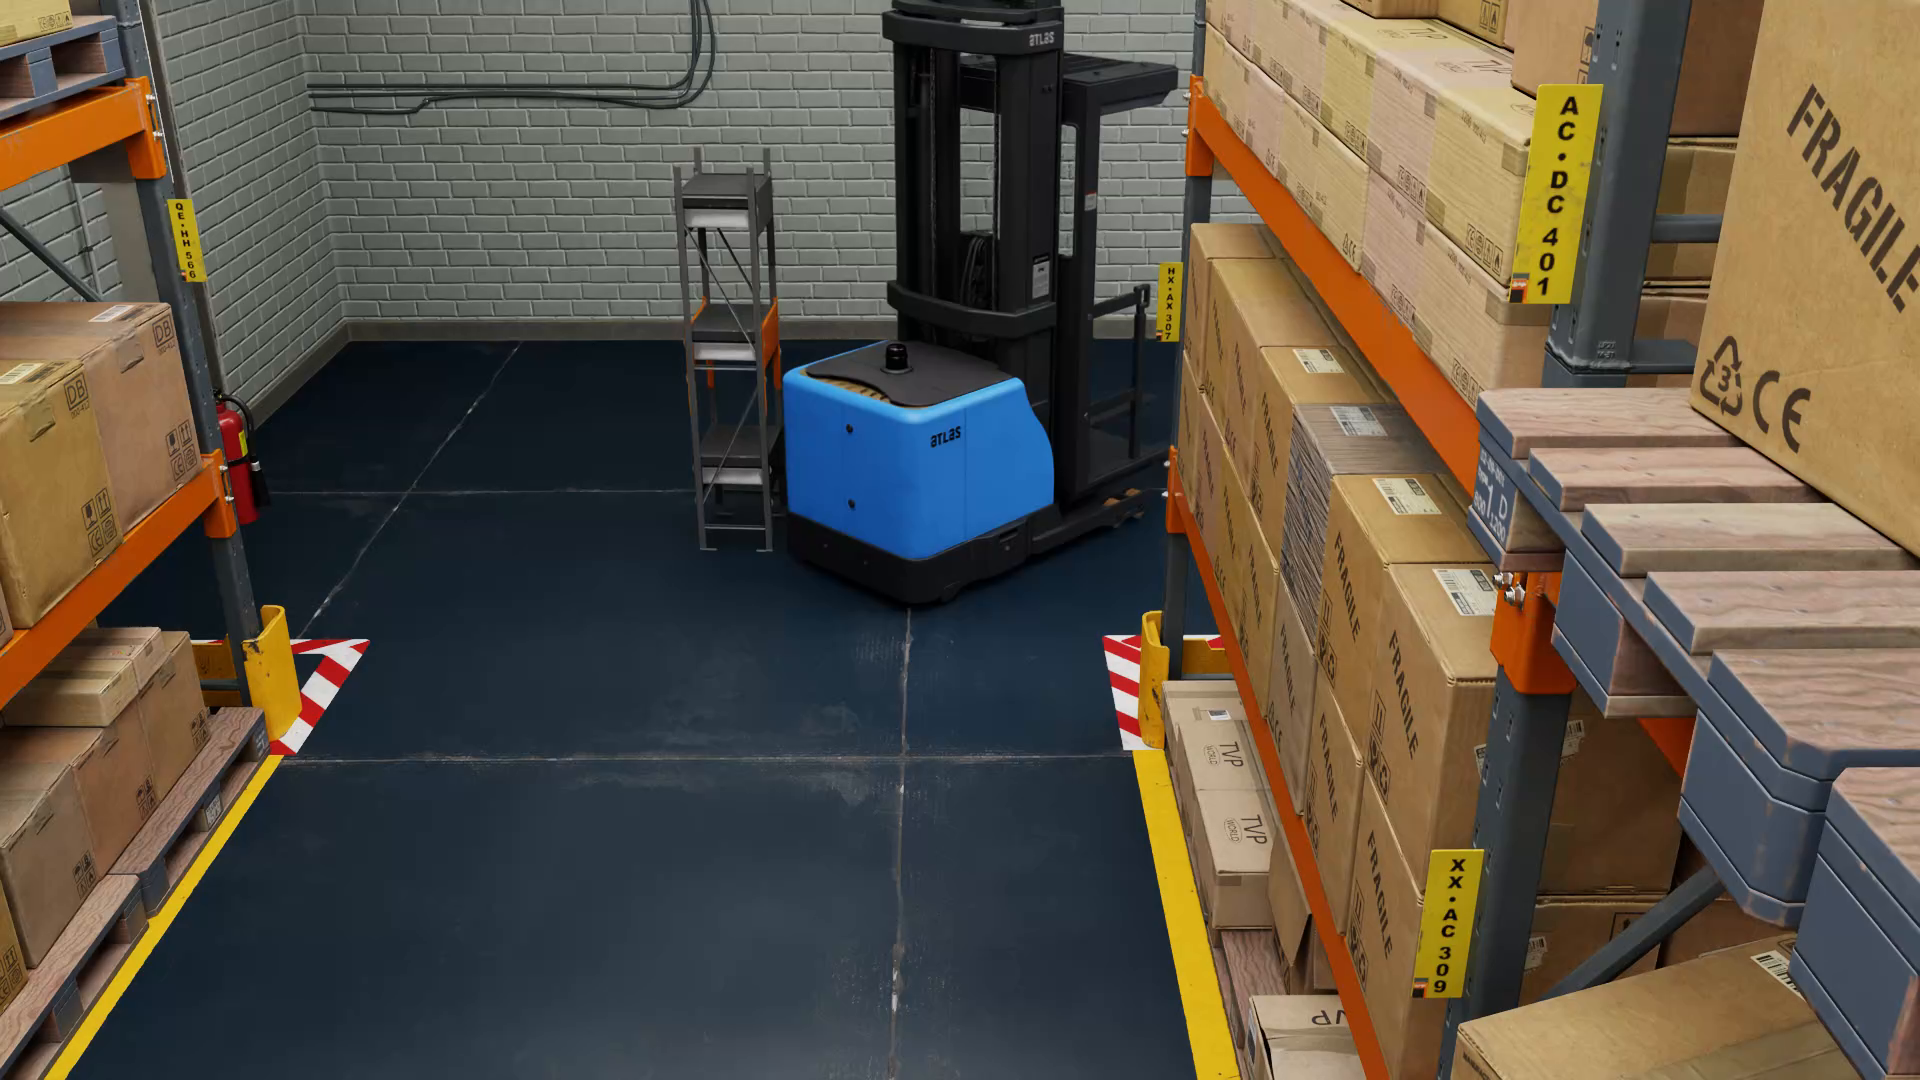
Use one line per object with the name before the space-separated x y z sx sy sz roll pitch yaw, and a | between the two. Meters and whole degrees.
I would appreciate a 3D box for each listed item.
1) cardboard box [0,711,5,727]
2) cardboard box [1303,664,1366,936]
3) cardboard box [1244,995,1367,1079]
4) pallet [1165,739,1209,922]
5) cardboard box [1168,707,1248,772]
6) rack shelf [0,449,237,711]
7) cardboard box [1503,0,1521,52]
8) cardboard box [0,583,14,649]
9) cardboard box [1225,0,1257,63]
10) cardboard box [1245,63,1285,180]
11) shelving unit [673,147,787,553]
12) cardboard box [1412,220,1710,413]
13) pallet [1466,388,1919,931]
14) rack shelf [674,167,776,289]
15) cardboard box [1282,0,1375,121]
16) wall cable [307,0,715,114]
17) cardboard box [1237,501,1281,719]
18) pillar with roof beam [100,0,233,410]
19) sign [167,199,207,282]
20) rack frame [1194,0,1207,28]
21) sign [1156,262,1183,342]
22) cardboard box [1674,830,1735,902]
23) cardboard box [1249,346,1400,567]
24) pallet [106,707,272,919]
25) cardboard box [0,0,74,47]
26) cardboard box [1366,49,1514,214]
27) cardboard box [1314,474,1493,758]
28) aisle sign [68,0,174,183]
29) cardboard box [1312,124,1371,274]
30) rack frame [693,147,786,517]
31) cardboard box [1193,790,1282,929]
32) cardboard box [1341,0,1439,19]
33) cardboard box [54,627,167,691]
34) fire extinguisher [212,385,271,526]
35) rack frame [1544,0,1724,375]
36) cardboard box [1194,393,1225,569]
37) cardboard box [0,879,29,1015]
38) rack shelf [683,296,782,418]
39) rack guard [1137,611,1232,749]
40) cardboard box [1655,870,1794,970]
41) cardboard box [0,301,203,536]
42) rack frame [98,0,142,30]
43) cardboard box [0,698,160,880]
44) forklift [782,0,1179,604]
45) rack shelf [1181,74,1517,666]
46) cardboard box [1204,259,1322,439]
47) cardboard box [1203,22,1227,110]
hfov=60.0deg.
cardboard box | -3.656 0.561 6.106 0.380 0.149 0.250 0 24 0
cardboard box | 1.160 0.625 4.108 0.500 0.500 0.500 0 24 1
cardboard box | 1.131 1.569 4.869 0.500 0.311 0.500 0 24 -1
pallet | 1.396 1.070 6.629 1.003 0.211 1.213 0 24 -1
cardboard box | 1.049 0.807 6.731 0.380 0.166 0.250 0 24 -1
rack shelf | -3.546 0.615 5.124 1.077 0.370 4.000 0 24 -1
cardboard box | 1.522 -1.187 3.261 0.700 0.500 0.500 0 24 -1
cardboard box | -3.534 0.150 4.914 0.980 0.700 0.700 -1 24 -3
cardboard box | 1.129 -1.668 5.234 0.500 0.250 0.500 0 24 -1
cardboard box | 1.136 -1.234 4.881 0.500 0.250 0.500 0 24 -1
shelving unit | -1.209 -0.995 8.903 0.431 2.100 0.503 1 24 3
cardboard box | 1.157 -0.410 3.059 0.500 0.250 0.500 0 24 -1
pallet | 1.366 0.075 2.032 1.213 0.211 1.003 0 24 -1
rack shelf | -1.209 -1.621 8.620 0.431 0.518 0.480 1 24 3
cardboard box | 1.142 -1.256 4.323 0.500 0.250 0.500 0 24 -1
wall cable | -3.273 -4.188 11.358 3.097 2.526 0.112 0 24 -1
cardboard box | 1.144 0.203 5.040 0.500 0.500 0.500 0 24 0
pillar with roof beam | -0.158 -4.399 8.055 9.100 9.000 0.400 0 24 -1
sign | -3.025 -1.169 6.503 0.100 0.325 0.005 0 24 -1
rack frame | 1.385 -3.294 5.614 1.000 3.000 0.127 0 24 -1
sign | 0.843 -0.953 6.666 0.100 0.325 0.005 0 24 -1
cardboard box | 1.705 0.391 3.411 0.500 0.500 0.500 0 24 1
cardboard box | 1.147 -0.247 4.822 0.500 0.500 0.500 0 24 -1
pallet | -3.481 1.063 6.645 1.003 0.211 1.213 0 24 -1
cardboard box | -3.295 -1.772 5.439 0.500 0.250 0.500 0 24 1
cardboard box | 1.150 -0.844 3.412 0.500 0.250 0.500 0 24 -1
cardboard box | 1.156 0.168 3.904 0.500 0.500 0.500 -1 24 -2
aisle sign | -3.269 -1.753 6.330 0.394 0.787 0.004 0 24 -1
cardboard box | 1.149 -0.822 3.970 0.500 0.250 0.500 0 24 -1
rack frame | -1.194 -1.096 9.125 0.400 2.100 0.015 1 24 3
cardboard box | 1.118 1.129 5.917 0.500 0.250 0.500 0 24 -1
cardboard box | 1.352 -1.599 4.170 0.700 0.500 0.500 0 24 -1
cardboard box | -3.277 0.455 6.341 0.380 0.149 0.250 -1 24 -1
fire extinguisher | -3.108 -0.396 7.032 0.296 0.674 0.183 0 24 -1
rack frame | 1.429 -1.646 1.970 1.000 3.000 0.127 0 24 -1
cardboard box | 1.137 -0.210 5.953 0.500 0.500 0.500 0 24 -1
cardboard box | -3.436 1.332 5.190 0.700 0.500 0.500 0 24 1
rack shelf | -1.209 -0.983 8.908 0.431 0.518 0.480 1 24 3
rack guard | 1.386 0.609 7.296 1.175 0.500 0.348 0 24 -1
cardboard box | 1.696 0.831 3.652 0.500 0.500 0.500 0 24 1
cardboard box | -3.553 -0.464 6.271 0.980 0.700 0.700 1 24 2
rack frame | -3.568 -3.271 5.561 1.000 3.000 0.127 0 24 -1
cardboard box | -3.455 0.905 6.134 0.700 0.500 0.500 0 24 -1
forklift | 0.443 -1.533 9.082 1.130 2.935 3.031 21 32 39
rack shelf | 1.407 -0.776 4.558 1.077 0.370 4.000 0 24 -1
cardboard box | 1.140 -0.663 5.740 0.500 0.500 0.500 0 24 0
cardboard box | 1.136 -1.646 5.792 0.500 0.250 0.500 0 24 -1
